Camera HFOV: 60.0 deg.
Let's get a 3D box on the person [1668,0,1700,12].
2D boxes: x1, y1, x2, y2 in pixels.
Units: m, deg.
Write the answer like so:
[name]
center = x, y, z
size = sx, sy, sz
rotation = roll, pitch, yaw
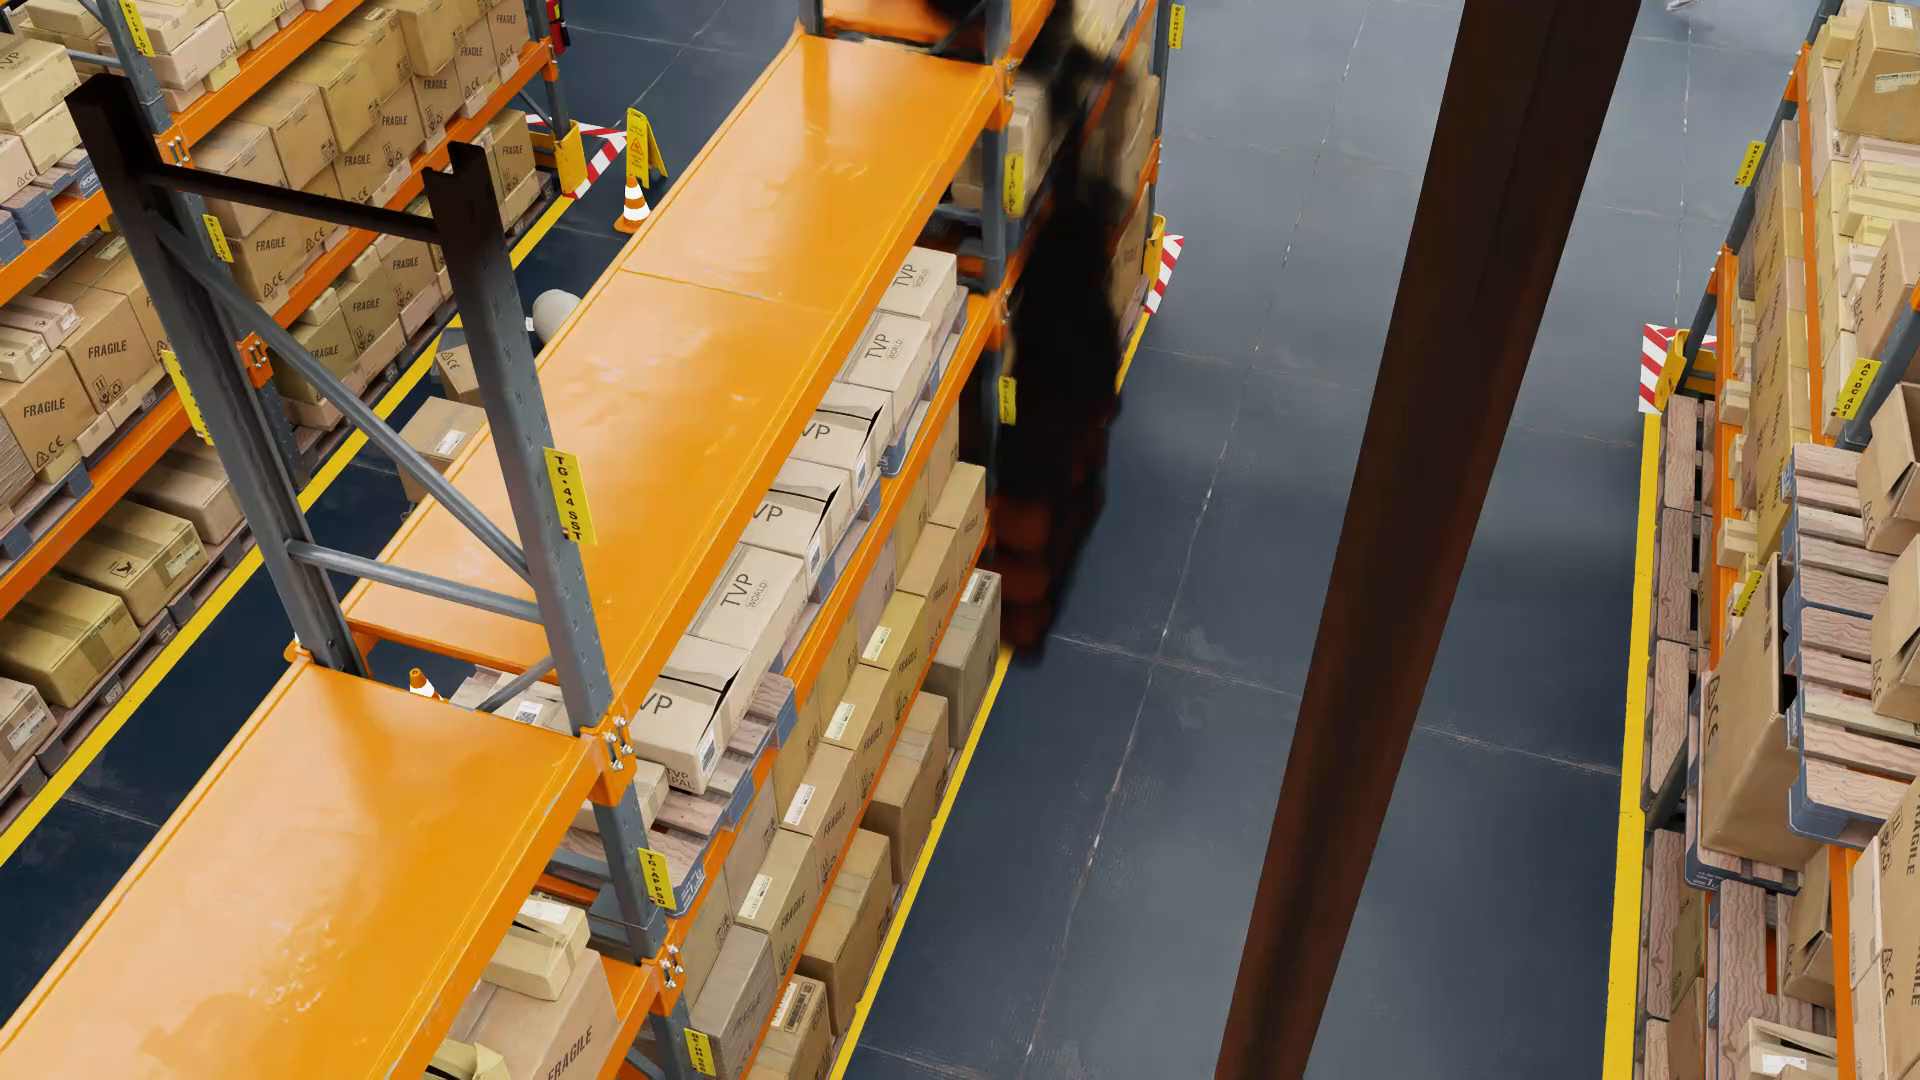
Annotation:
[person]
center = 6.759, -5.869, 15.638
size = 0.658, 1.729, 0.973
rotation = -35, 55, -30
